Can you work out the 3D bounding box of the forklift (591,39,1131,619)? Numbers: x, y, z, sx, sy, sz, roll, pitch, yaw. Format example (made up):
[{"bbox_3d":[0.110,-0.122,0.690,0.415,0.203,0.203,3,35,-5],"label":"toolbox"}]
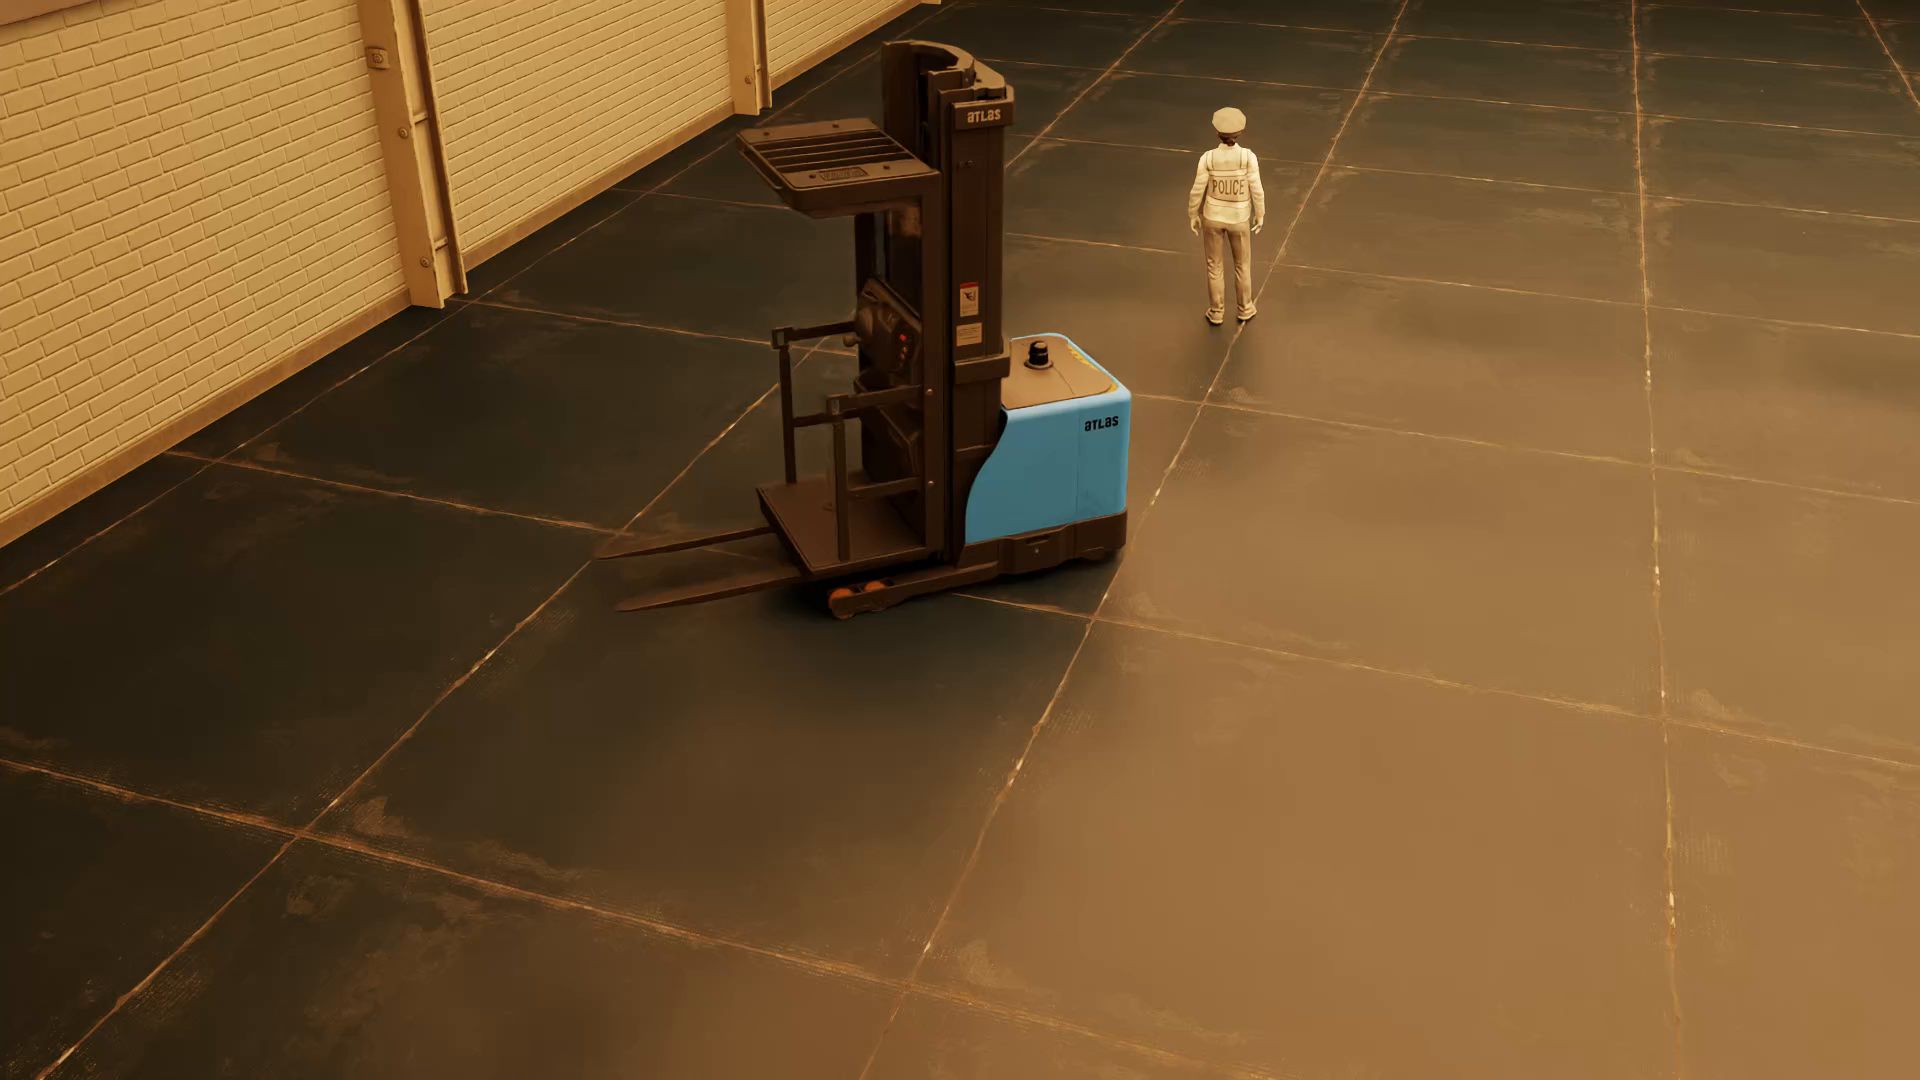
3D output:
[{"bbox_3d":[-0.581,-1.130,9.118,3.031,2.935,1.130,-11,32,-19],"label":"forklift"}]

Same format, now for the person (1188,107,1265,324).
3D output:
[{"bbox_3d":[2.039,-2.478,12.717,0.586,1.695,0.533,5,30,9],"label":"person"}]
